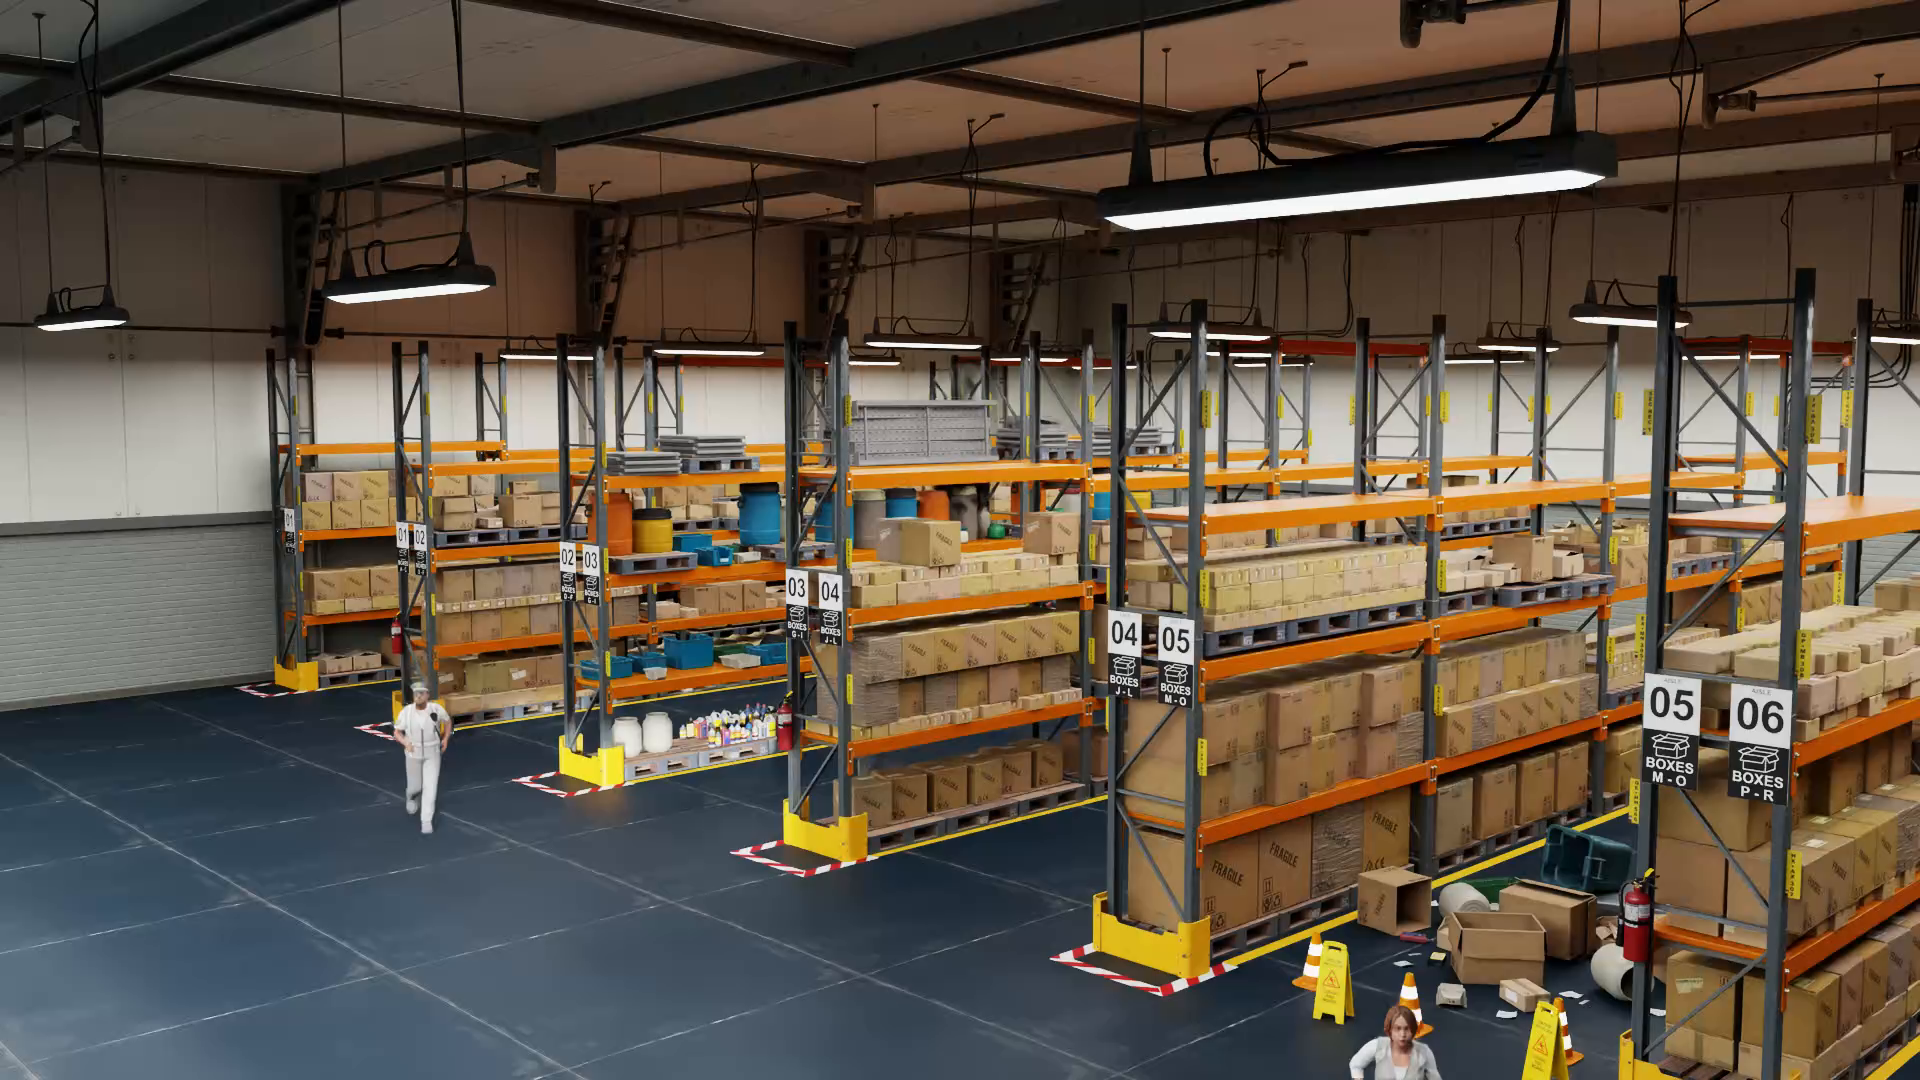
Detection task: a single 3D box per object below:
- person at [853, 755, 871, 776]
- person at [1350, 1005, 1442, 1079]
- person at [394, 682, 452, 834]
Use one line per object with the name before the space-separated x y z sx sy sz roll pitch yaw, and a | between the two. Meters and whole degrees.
person | -1.405 2.473 21.998 0.552 1.594 0.689 4 6 37
person | 2.586 3.509 9.845 0.543 1.607 0.794 1 5 10
person | -6.446 2.568 19.994 0.671 1.788 0.871 -2 5 -17
